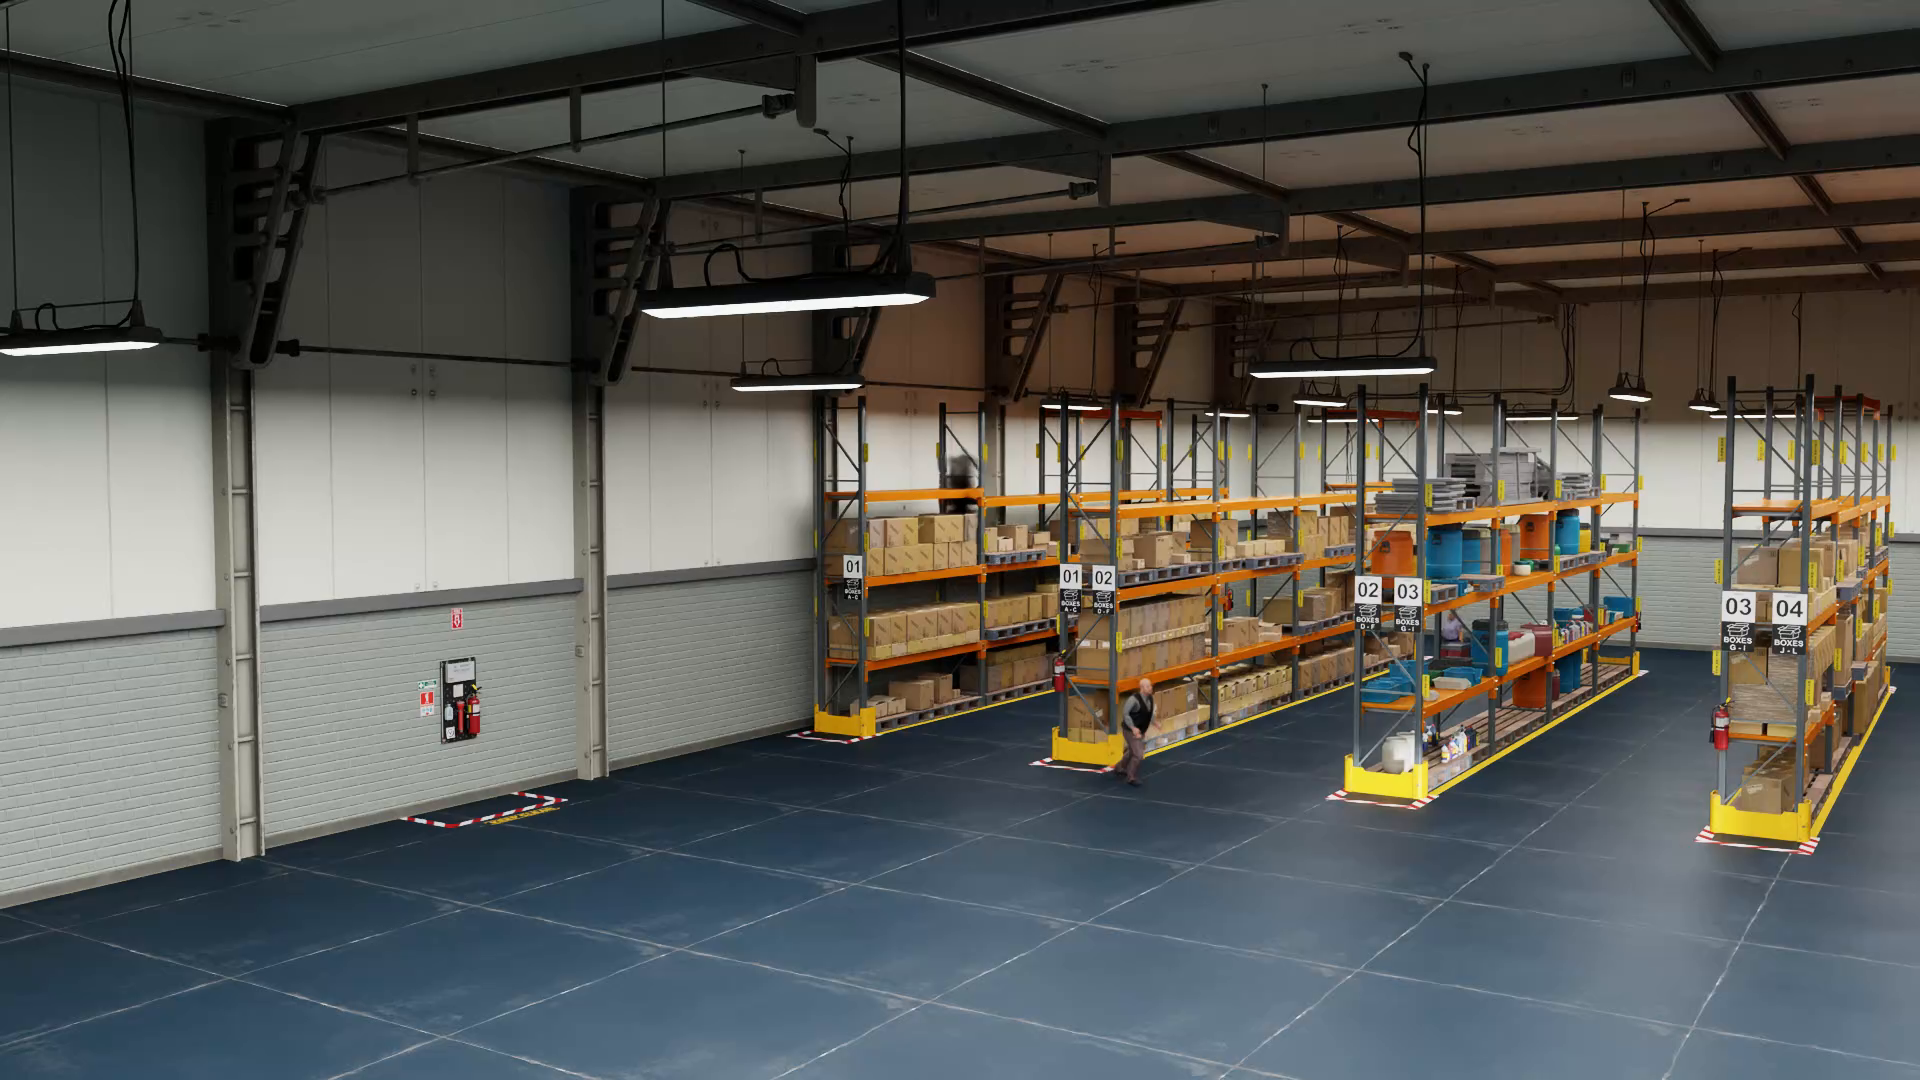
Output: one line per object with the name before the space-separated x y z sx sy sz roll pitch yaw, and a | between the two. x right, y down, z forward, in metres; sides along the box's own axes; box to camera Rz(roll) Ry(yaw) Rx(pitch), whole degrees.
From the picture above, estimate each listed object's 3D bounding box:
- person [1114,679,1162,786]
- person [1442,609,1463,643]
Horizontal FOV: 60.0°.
person | 2.604 2.873 25.041 0.847 1.636 0.677 2 4 39
person | 10.931 2.283 36.832 0.602 1.572 0.754 -2 3 -31
